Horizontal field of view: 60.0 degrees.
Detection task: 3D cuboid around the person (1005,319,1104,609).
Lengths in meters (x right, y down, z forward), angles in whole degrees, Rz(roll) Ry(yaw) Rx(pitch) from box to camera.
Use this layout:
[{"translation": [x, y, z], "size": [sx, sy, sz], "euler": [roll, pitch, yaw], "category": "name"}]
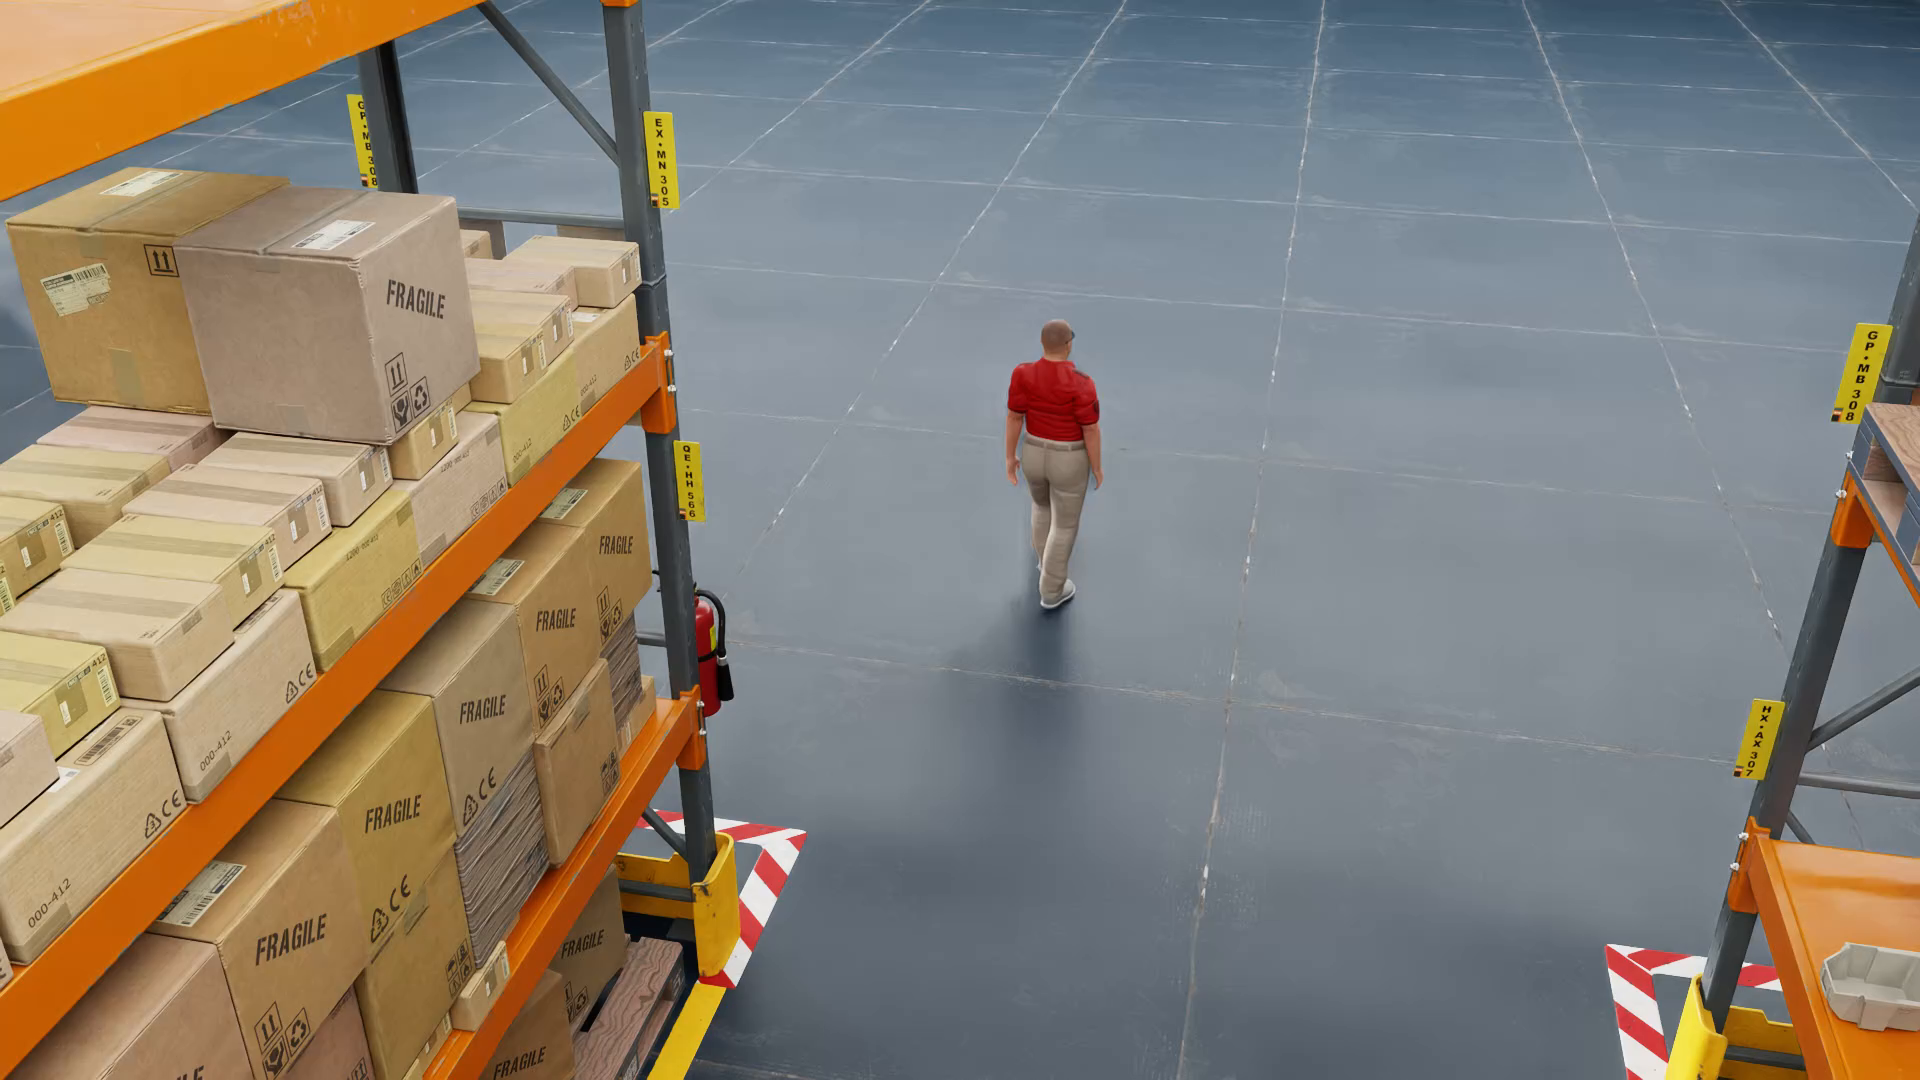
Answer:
[{"translation": [0.609, -0.496, 9.531], "size": [0.548, 1.720, 0.679], "euler": [16, 32, 27], "category": "person"}]
